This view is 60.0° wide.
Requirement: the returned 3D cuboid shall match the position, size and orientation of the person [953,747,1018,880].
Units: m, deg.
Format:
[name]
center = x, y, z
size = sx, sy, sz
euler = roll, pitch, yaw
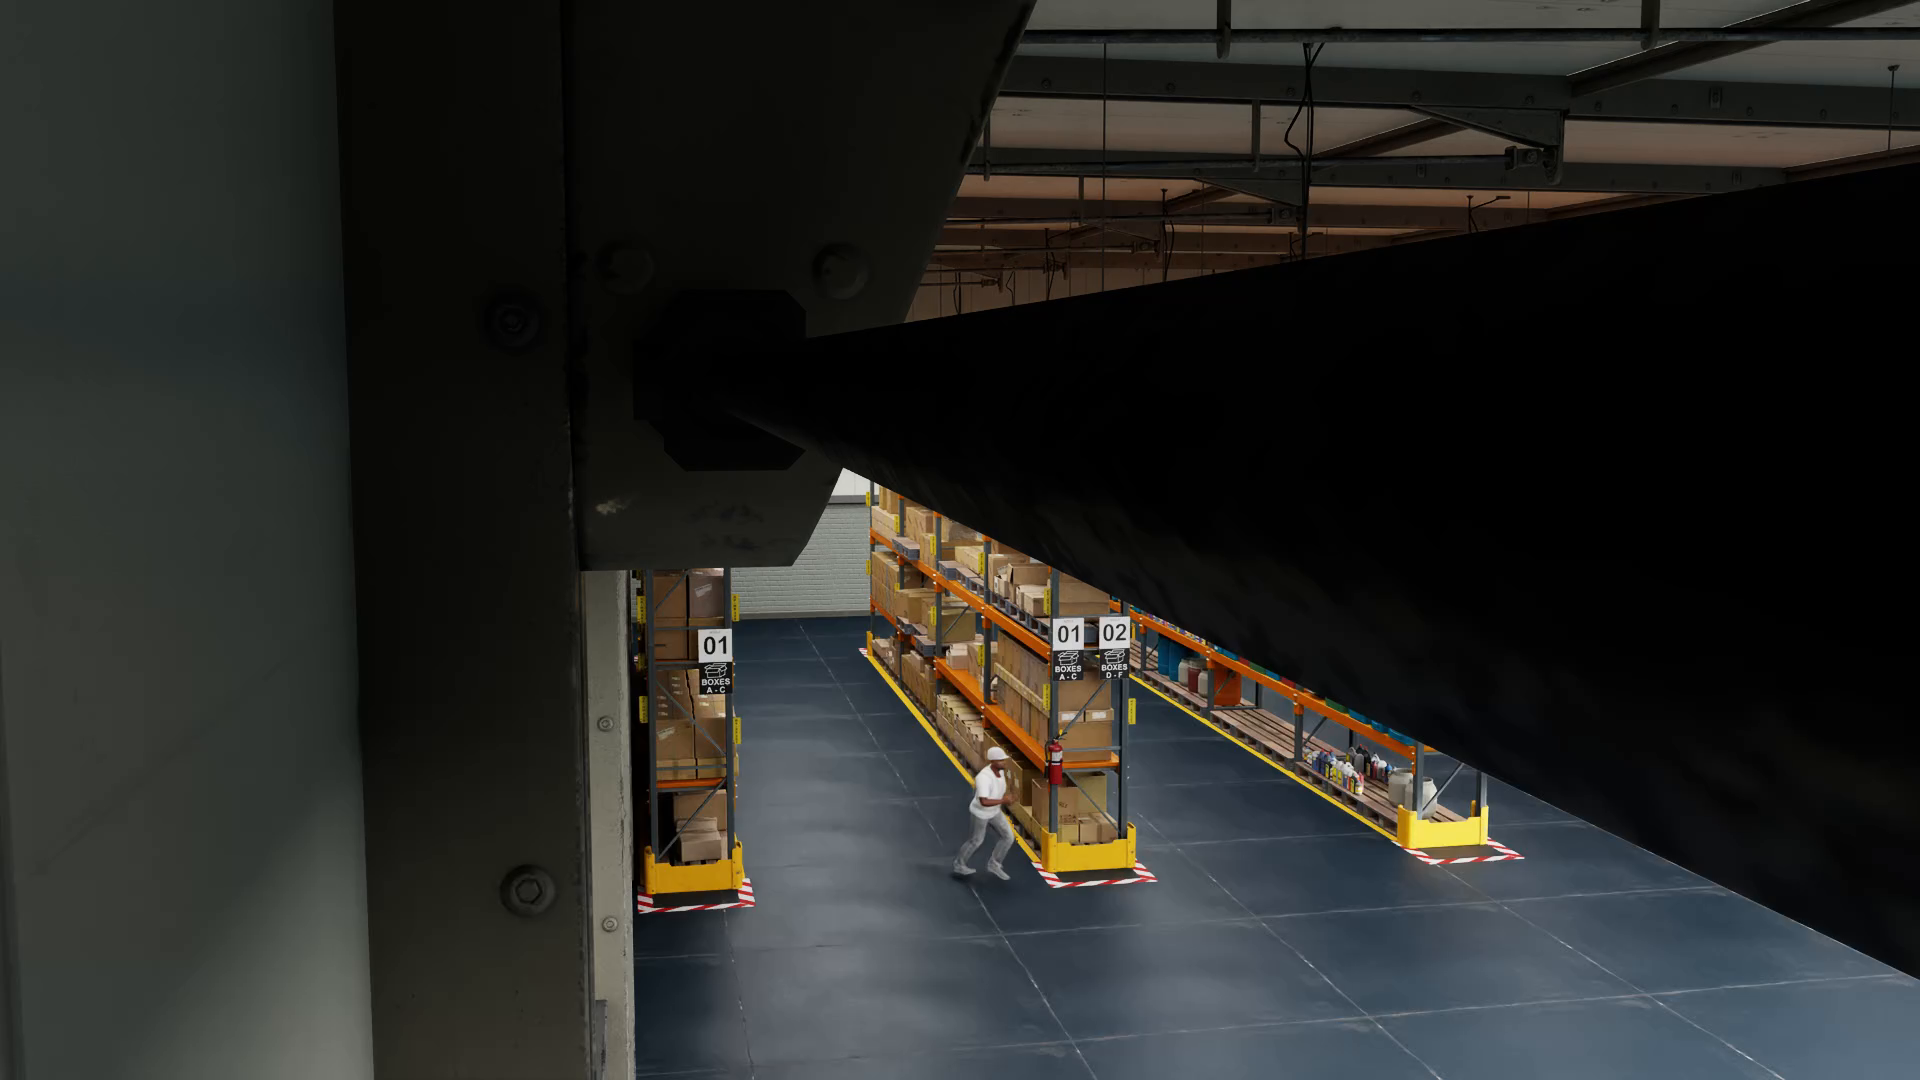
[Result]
[person]
center = 0.330, 3.352, 20.384
size = 0.945, 1.709, 0.649
euler = 4, 7, 35
